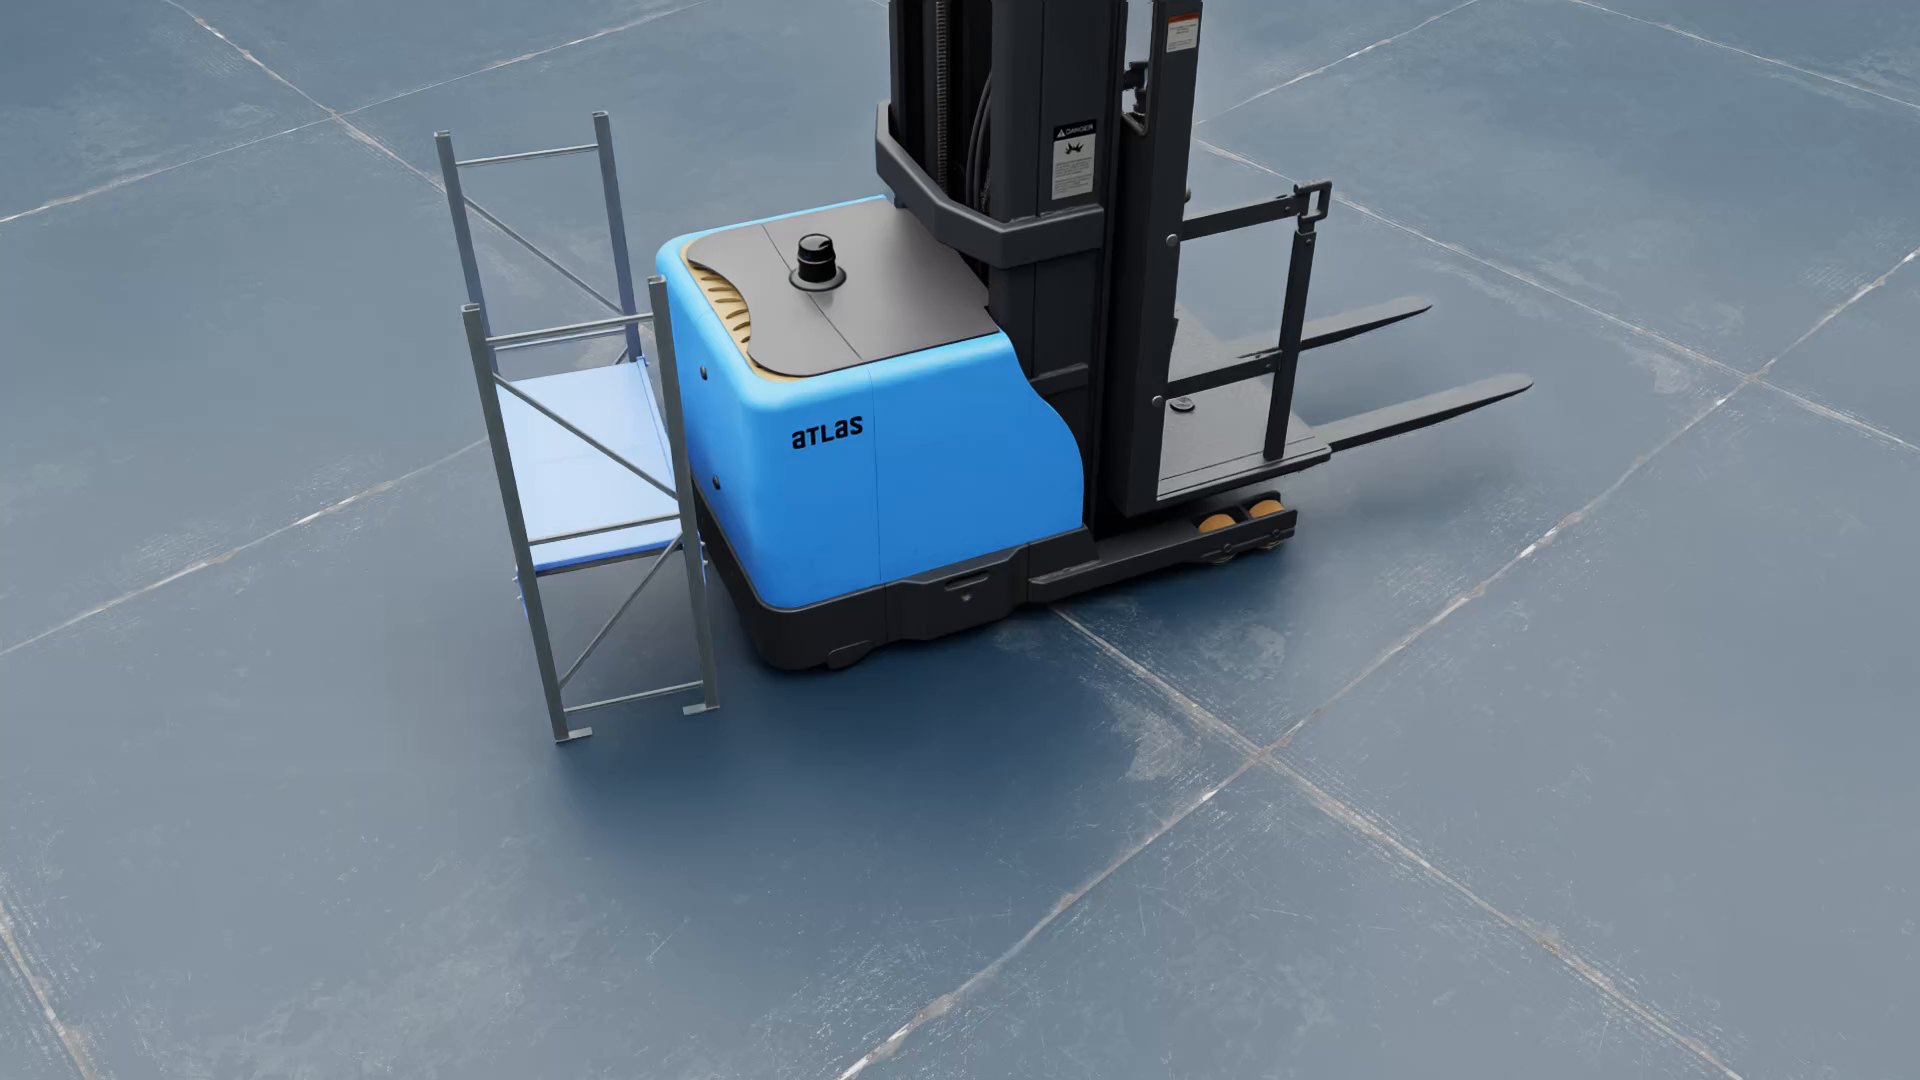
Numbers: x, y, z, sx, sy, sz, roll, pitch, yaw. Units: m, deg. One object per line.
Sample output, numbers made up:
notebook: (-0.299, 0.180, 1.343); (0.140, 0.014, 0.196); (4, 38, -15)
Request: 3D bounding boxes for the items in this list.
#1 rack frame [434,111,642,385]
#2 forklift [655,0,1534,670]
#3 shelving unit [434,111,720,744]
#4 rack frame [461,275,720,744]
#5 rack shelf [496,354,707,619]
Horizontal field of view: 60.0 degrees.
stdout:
rack frame: (-1.284, -0.638, 5.346); (0.500, 1.500, 0.032); (-11, 40, -13)
forklift: (0.594, -1.349, 5.087); (3.031, 2.935, 1.130); (-16, 41, -18)
shelving unit: (-1.132, -0.333, 4.968); (0.538, 1.500, 1.048); (-11, 40, -13)
rack frame: (-0.980, -0.028, 4.591); (0.500, 1.500, 0.032); (-11, 40, -13)
rack shelf: (-1.132, -0.193, 5.081); (0.538, 0.185, 1.000); (-11, 40, -13)
